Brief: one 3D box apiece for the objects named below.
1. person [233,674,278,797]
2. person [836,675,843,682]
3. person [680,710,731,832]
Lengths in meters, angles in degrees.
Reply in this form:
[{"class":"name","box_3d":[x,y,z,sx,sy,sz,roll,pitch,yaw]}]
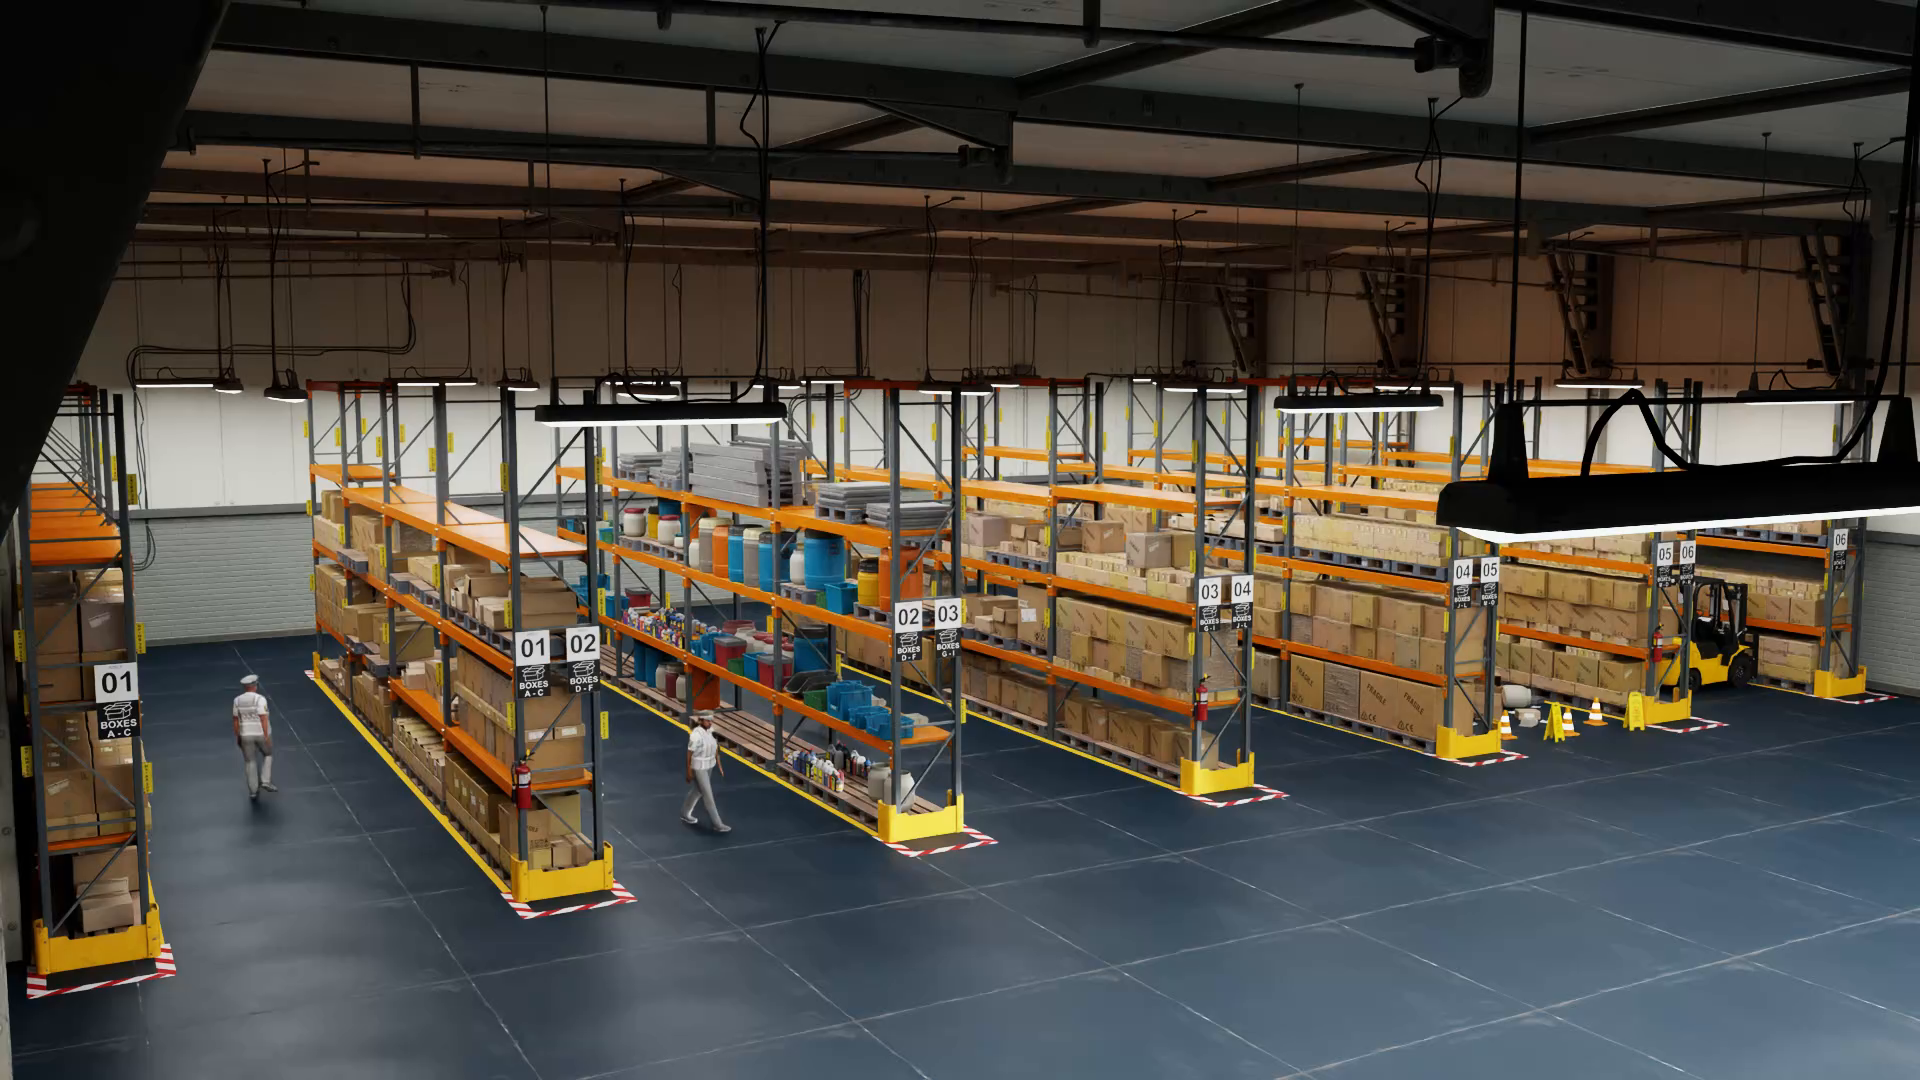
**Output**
[{"class":"person","box_3d":[-10.332,2.868,24.336,0.561,1.769,0.541,-2,6,-16]},{"class":"person","box_3d":[-2.110,2.382,27.906,0.766,1.471,0.468,5,8,38]},{"class":"person","box_3d":[-3.452,3.103,22.595,0.989,1.613,0.487,3,7,25]}]
